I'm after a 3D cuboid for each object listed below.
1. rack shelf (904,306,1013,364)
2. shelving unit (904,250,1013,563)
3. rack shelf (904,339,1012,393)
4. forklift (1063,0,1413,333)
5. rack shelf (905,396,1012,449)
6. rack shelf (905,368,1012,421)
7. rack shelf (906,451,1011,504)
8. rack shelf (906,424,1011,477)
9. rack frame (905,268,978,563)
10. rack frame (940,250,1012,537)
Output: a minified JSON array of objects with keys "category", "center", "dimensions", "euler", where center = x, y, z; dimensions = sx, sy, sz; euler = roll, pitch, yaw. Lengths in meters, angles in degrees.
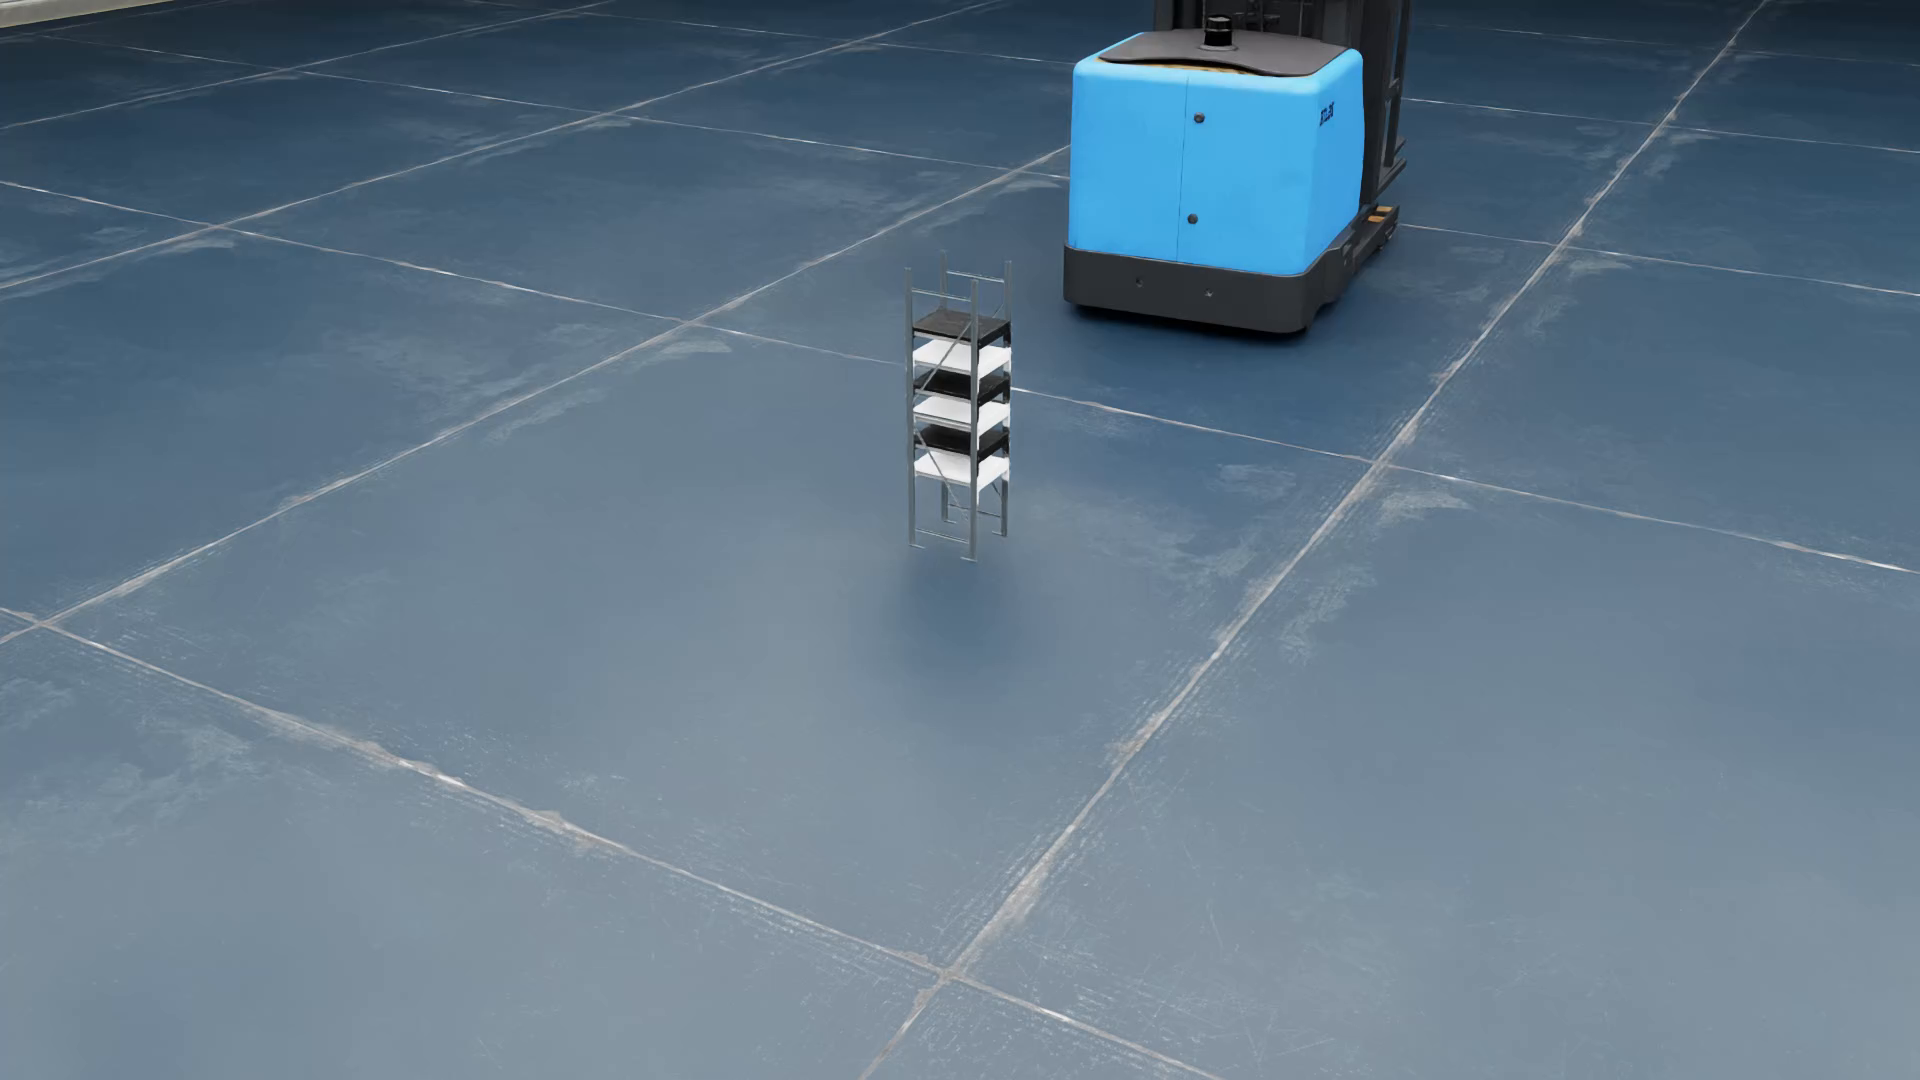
[{"category":"rack shelf","center":[-0.004,-0.611,4.936],"dimensions":[0.258,0.077,0.200],"euler":[14,30,26]},{"category":"shelving unit","center":[-0.004,-0.399,5.042],"dimensions":[0.258,0.900,0.210],"euler":[14,30,26]},{"category":"rack shelf","center":[-0.004,-0.530,4.977],"dimensions":[0.258,0.077,0.200],"euler":[14,30,26]},{"category":"forklift","center":[1.520,-2.787,7.542],"dimensions":[1.130,2.935,3.031],"euler":[12,29,22]},{"category":"rack shelf","center":[-0.004,-0.369,5.057],"dimensions":[0.258,0.077,0.200],"euler":[14,30,26]},{"category":"rack shelf","center":[-0.004,-0.450,5.017],"dimensions":[0.258,0.077,0.200],"euler":[14,30,26]},{"category":"rack shelf","center":[-0.004,-0.208,5.138],"dimensions":[0.258,0.077,0.200],"euler":[14,30,26]},{"category":"rack shelf","center":[-0.004,-0.289,5.097],"dimensions":[0.258,0.077,0.200],"euler":[14,30,26]},{"category":"rack frame","center":[-0.054,-0.360,4.963],"dimensions":[0.240,0.900,0.006],"euler":[14,30,26]},{"category":"rack frame","center":[0.046,-0.439,5.121],"dimensions":[0.240,0.900,0.006],"euler":[14,30,26]}]
